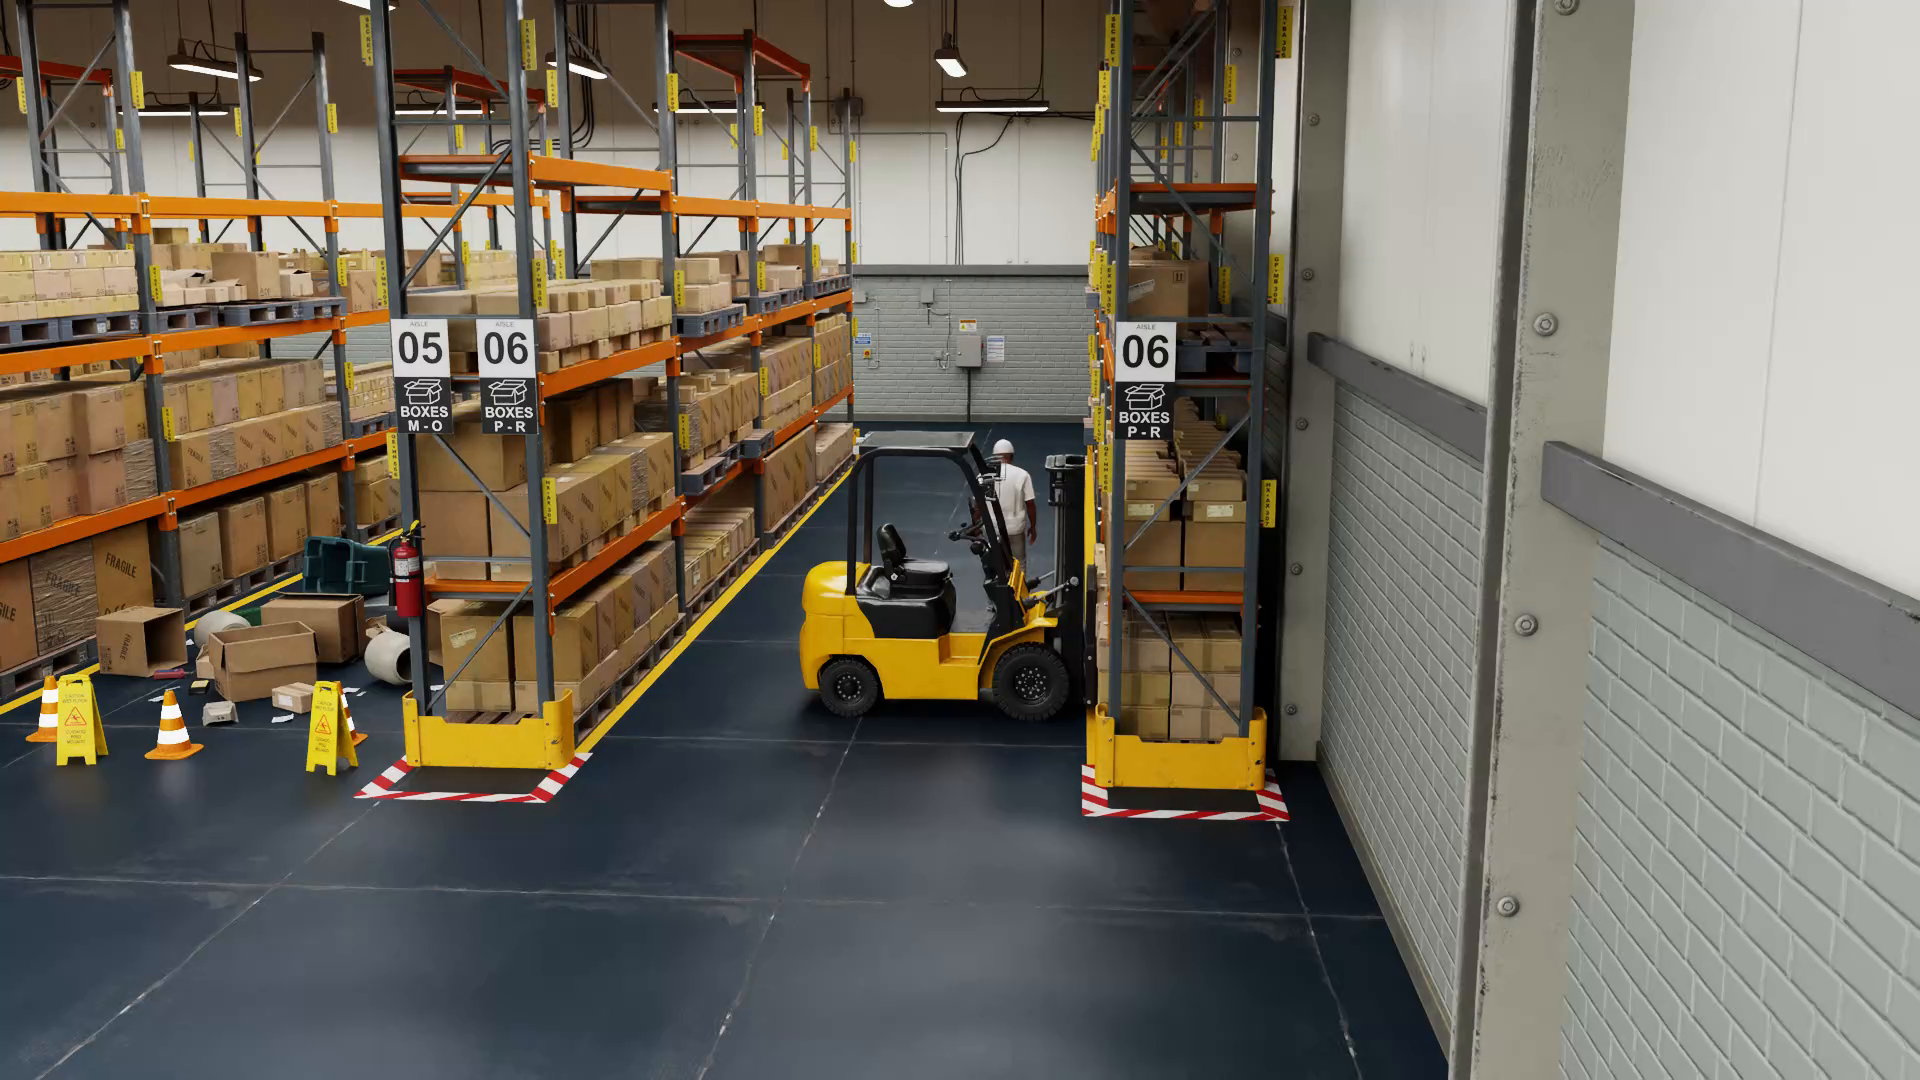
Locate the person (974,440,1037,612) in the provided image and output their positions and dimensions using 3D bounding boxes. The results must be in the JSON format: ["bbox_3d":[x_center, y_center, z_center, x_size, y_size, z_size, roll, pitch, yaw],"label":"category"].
[{"bbox_3d":[0.448,-0.117,16.494,0.626,1.761,0.455,1,11,4],"label":"person"}]
